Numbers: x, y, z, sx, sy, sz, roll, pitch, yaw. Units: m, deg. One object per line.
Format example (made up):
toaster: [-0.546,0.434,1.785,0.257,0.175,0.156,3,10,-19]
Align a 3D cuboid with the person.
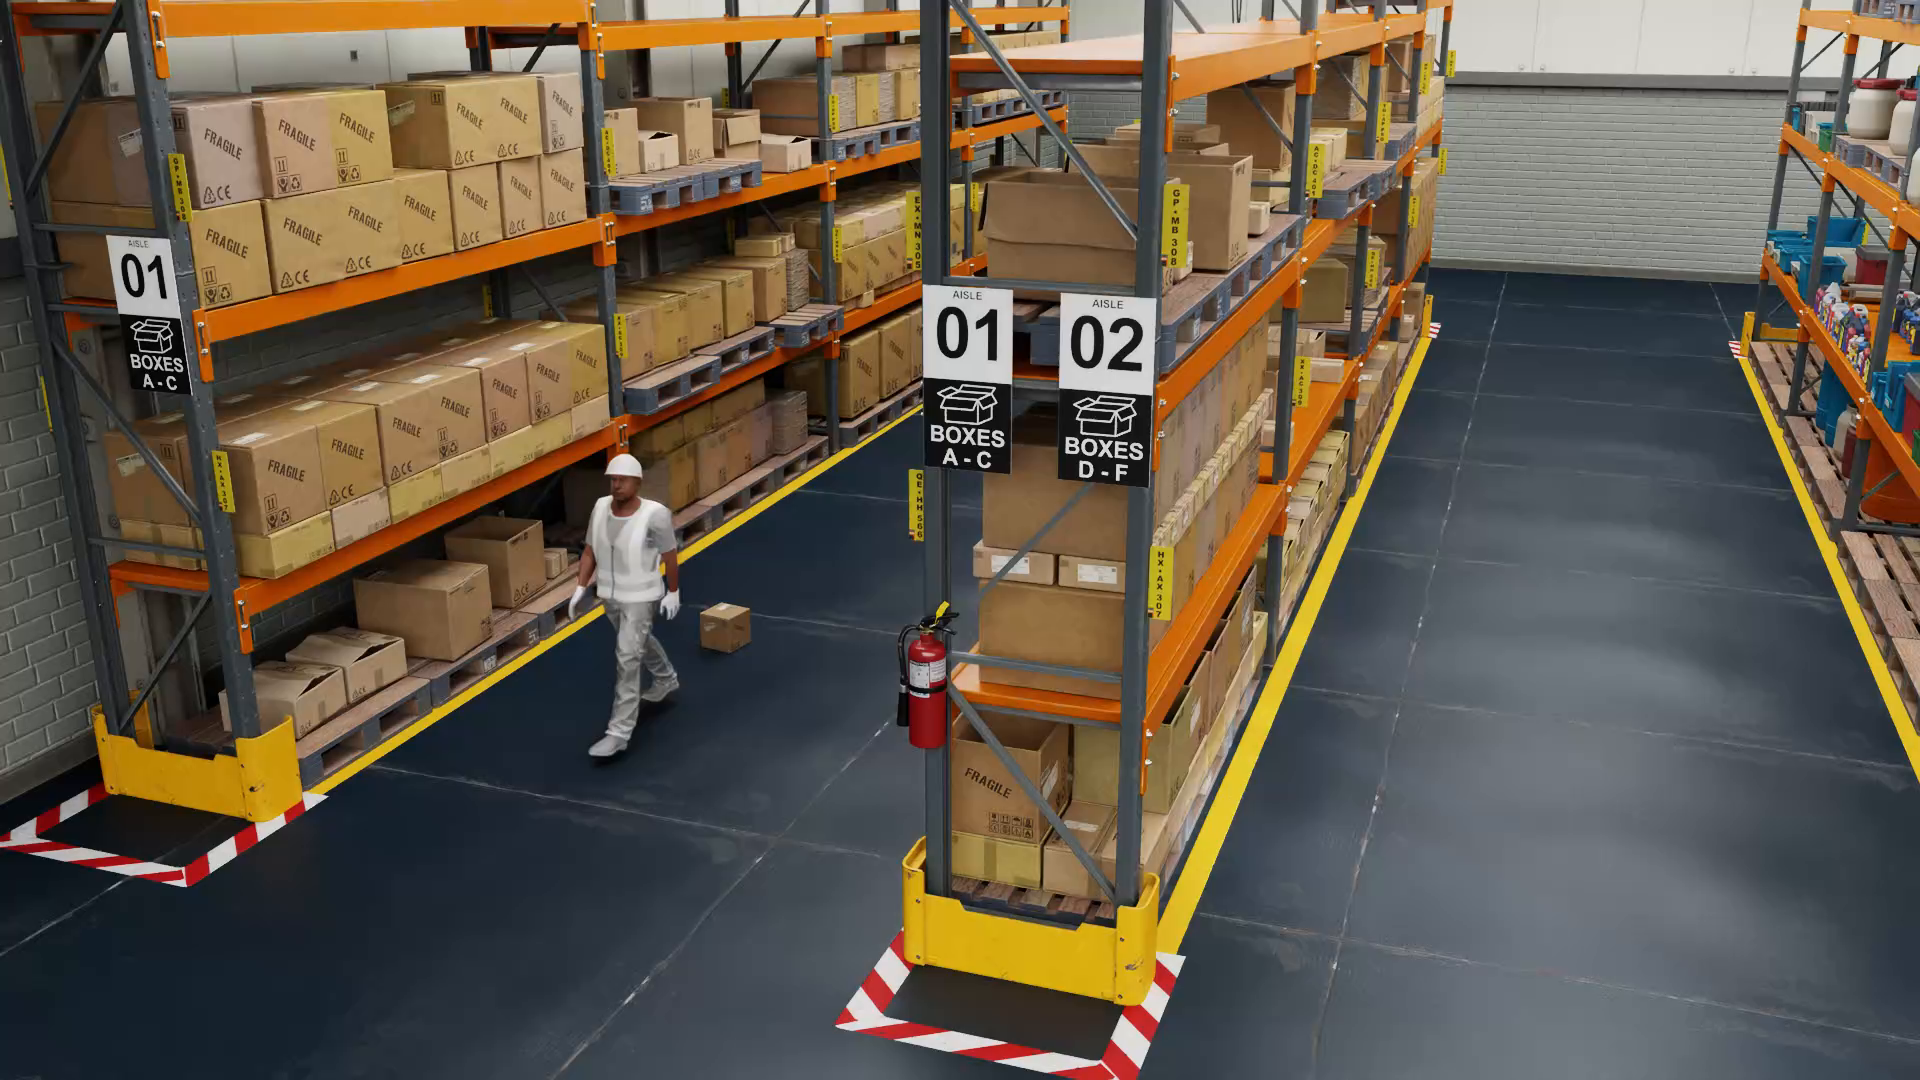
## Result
person: [-2.019,0.337,10.003,0.538,1.734,1.066,10,21,27]
